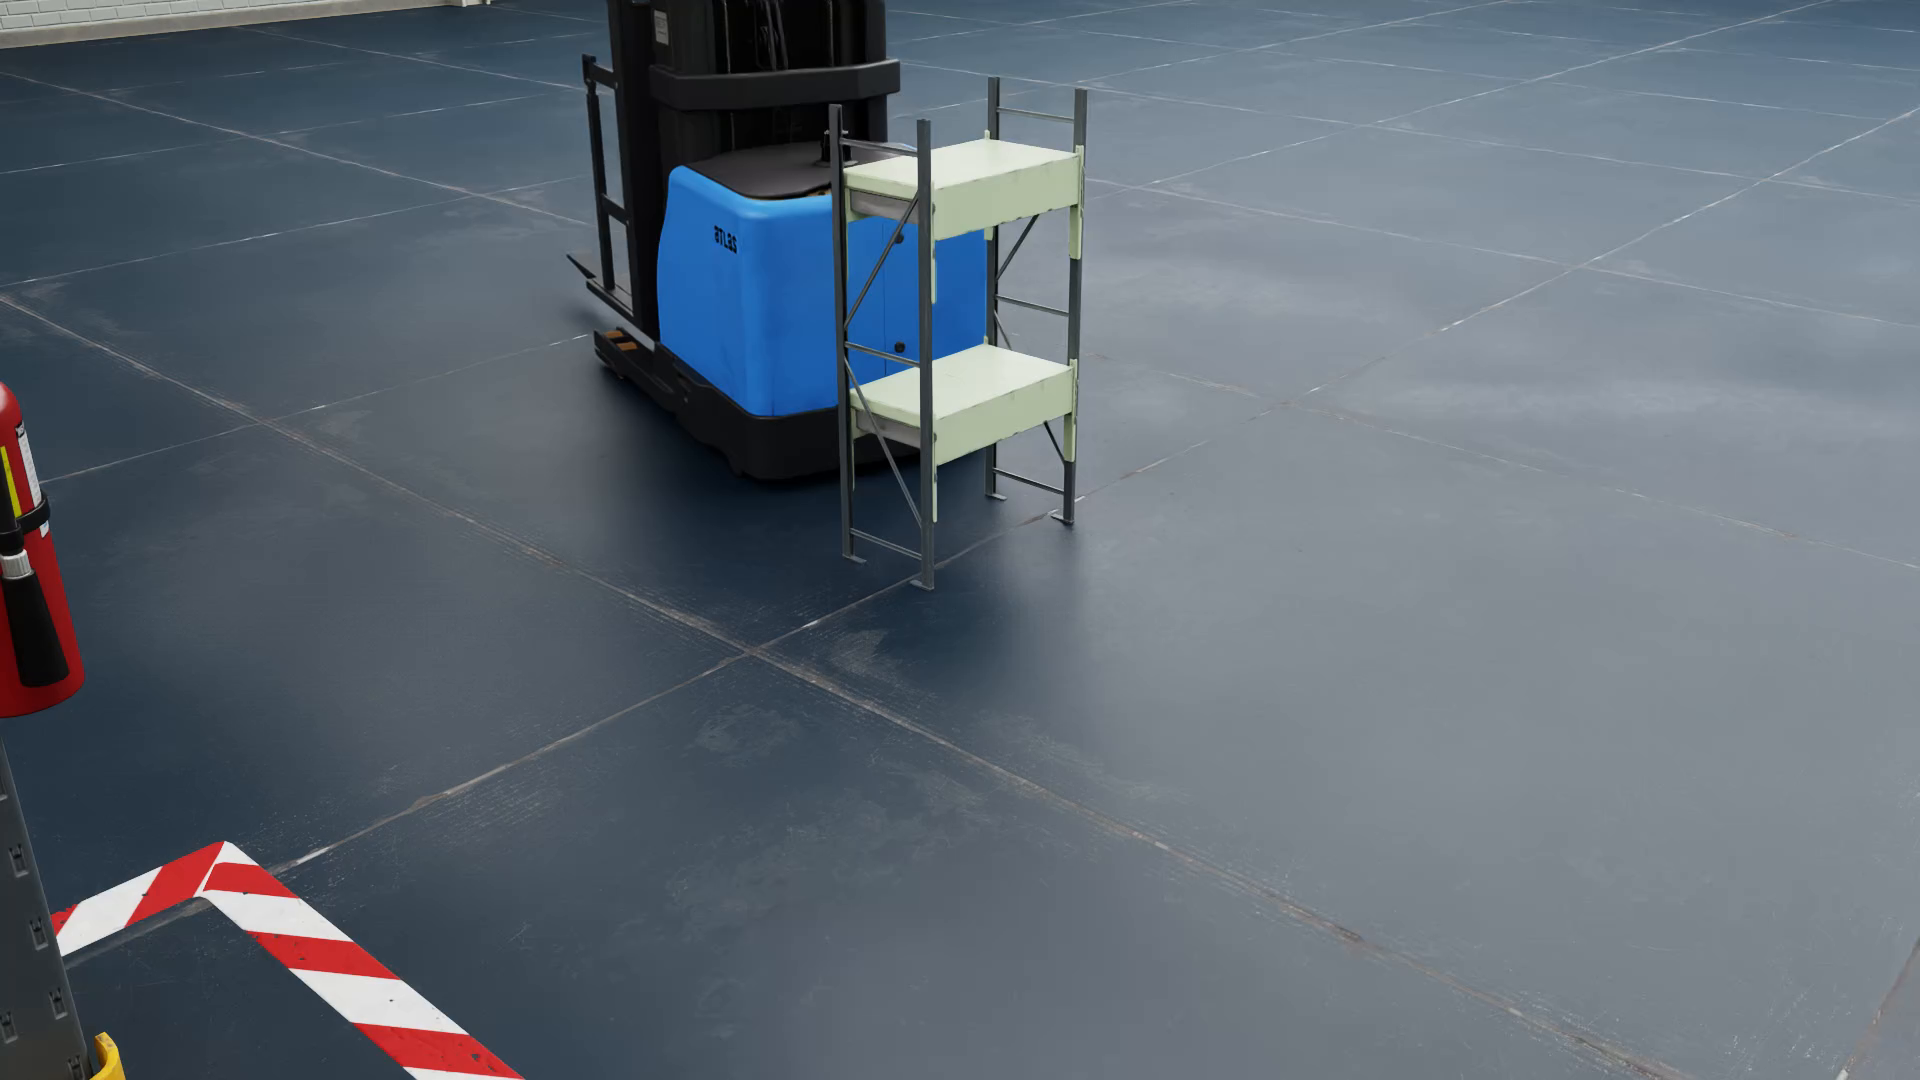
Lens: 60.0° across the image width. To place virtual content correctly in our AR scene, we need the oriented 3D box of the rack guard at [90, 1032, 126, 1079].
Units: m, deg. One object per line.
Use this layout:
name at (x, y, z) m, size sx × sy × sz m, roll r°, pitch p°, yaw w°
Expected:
rack guard at (-1.873, 0.959, 3.001) m, size 1.175 × 0.500 × 0.348 m, roll 20°, pitch 31°, yaw 38°

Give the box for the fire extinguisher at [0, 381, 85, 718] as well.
fire extinguisher at (-1.403, -0.079, 2.354) m, size 0.296 × 0.674 × 0.183 m, roll 20°, pitch 31°, yaw 38°

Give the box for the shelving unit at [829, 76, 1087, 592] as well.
shelving unit at (0.004, -0.686, 5.448) m, size 0.431 × 1.500 × 0.755 m, roll 20°, pitch 31°, yaw 38°

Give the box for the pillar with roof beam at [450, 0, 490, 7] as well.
pillar with roof beam at (-2.822, -9.517, 15.977) m, size 9.100 × 9.000 × 0.400 m, roll 20°, pitch 31°, yaw 38°

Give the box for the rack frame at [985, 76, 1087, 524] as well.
rack frame at (0.249, -0.798, 5.696) m, size 0.400 × 1.500 × 0.023 m, roll 20°, pitch 31°, yaw 38°

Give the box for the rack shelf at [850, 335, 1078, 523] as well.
rack shelf at (0.004, -0.389, 5.581) m, size 0.431 × 0.370 × 0.720 m, roll 20°, pitch 31°, yaw 38°

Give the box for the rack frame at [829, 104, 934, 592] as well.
rack frame at (-0.240, -0.575, 5.199) m, size 0.400 × 1.500 × 0.023 m, roll 20°, pitch 31°, yaw 38°

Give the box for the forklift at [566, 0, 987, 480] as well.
forklift at (-0.988, -2.121, 6.899) m, size 1.130 × 2.935 × 3.031 m, roll -12°, pitch 27°, yaw -26°

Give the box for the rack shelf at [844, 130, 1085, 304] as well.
rack shelf at (0.004, -1.042, 5.288) m, size 0.431 × 0.370 × 0.720 m, roll 20°, pitch 31°, yaw 38°
